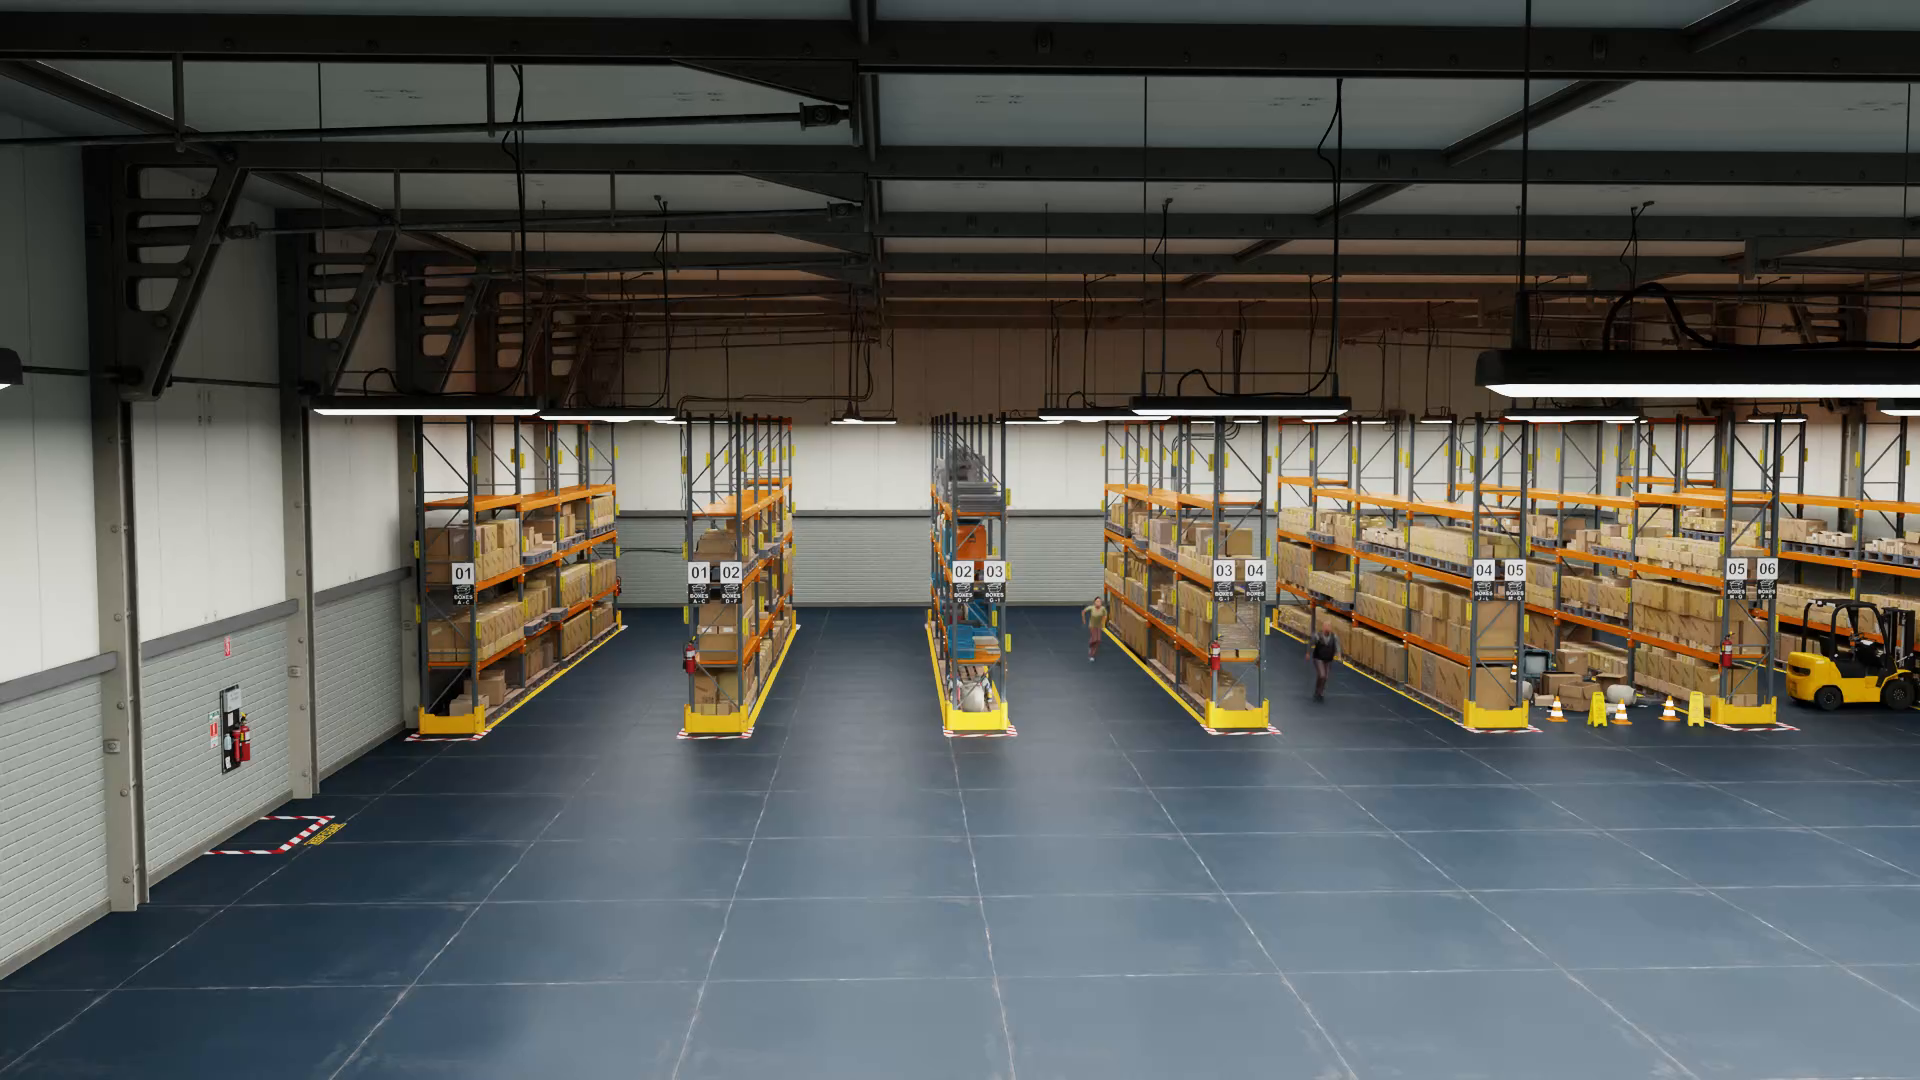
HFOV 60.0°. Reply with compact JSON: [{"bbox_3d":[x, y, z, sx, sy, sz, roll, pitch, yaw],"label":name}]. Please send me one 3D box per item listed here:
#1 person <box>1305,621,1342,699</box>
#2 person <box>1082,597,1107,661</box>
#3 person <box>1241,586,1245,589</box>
[{"bbox_3d":[7.638,2.509,34.713,0.616,1.667,0.831,-1,4,-11],"label":"person"},{"bbox_3d":[3.316,2.169,40.595,0.556,1.598,0.673,-1,4,-18],"label":"person"},{"bbox_3d":[7.916,1.799,45.321,0.555,1.669,0.900,0,4,-1],"label":"person"}]
